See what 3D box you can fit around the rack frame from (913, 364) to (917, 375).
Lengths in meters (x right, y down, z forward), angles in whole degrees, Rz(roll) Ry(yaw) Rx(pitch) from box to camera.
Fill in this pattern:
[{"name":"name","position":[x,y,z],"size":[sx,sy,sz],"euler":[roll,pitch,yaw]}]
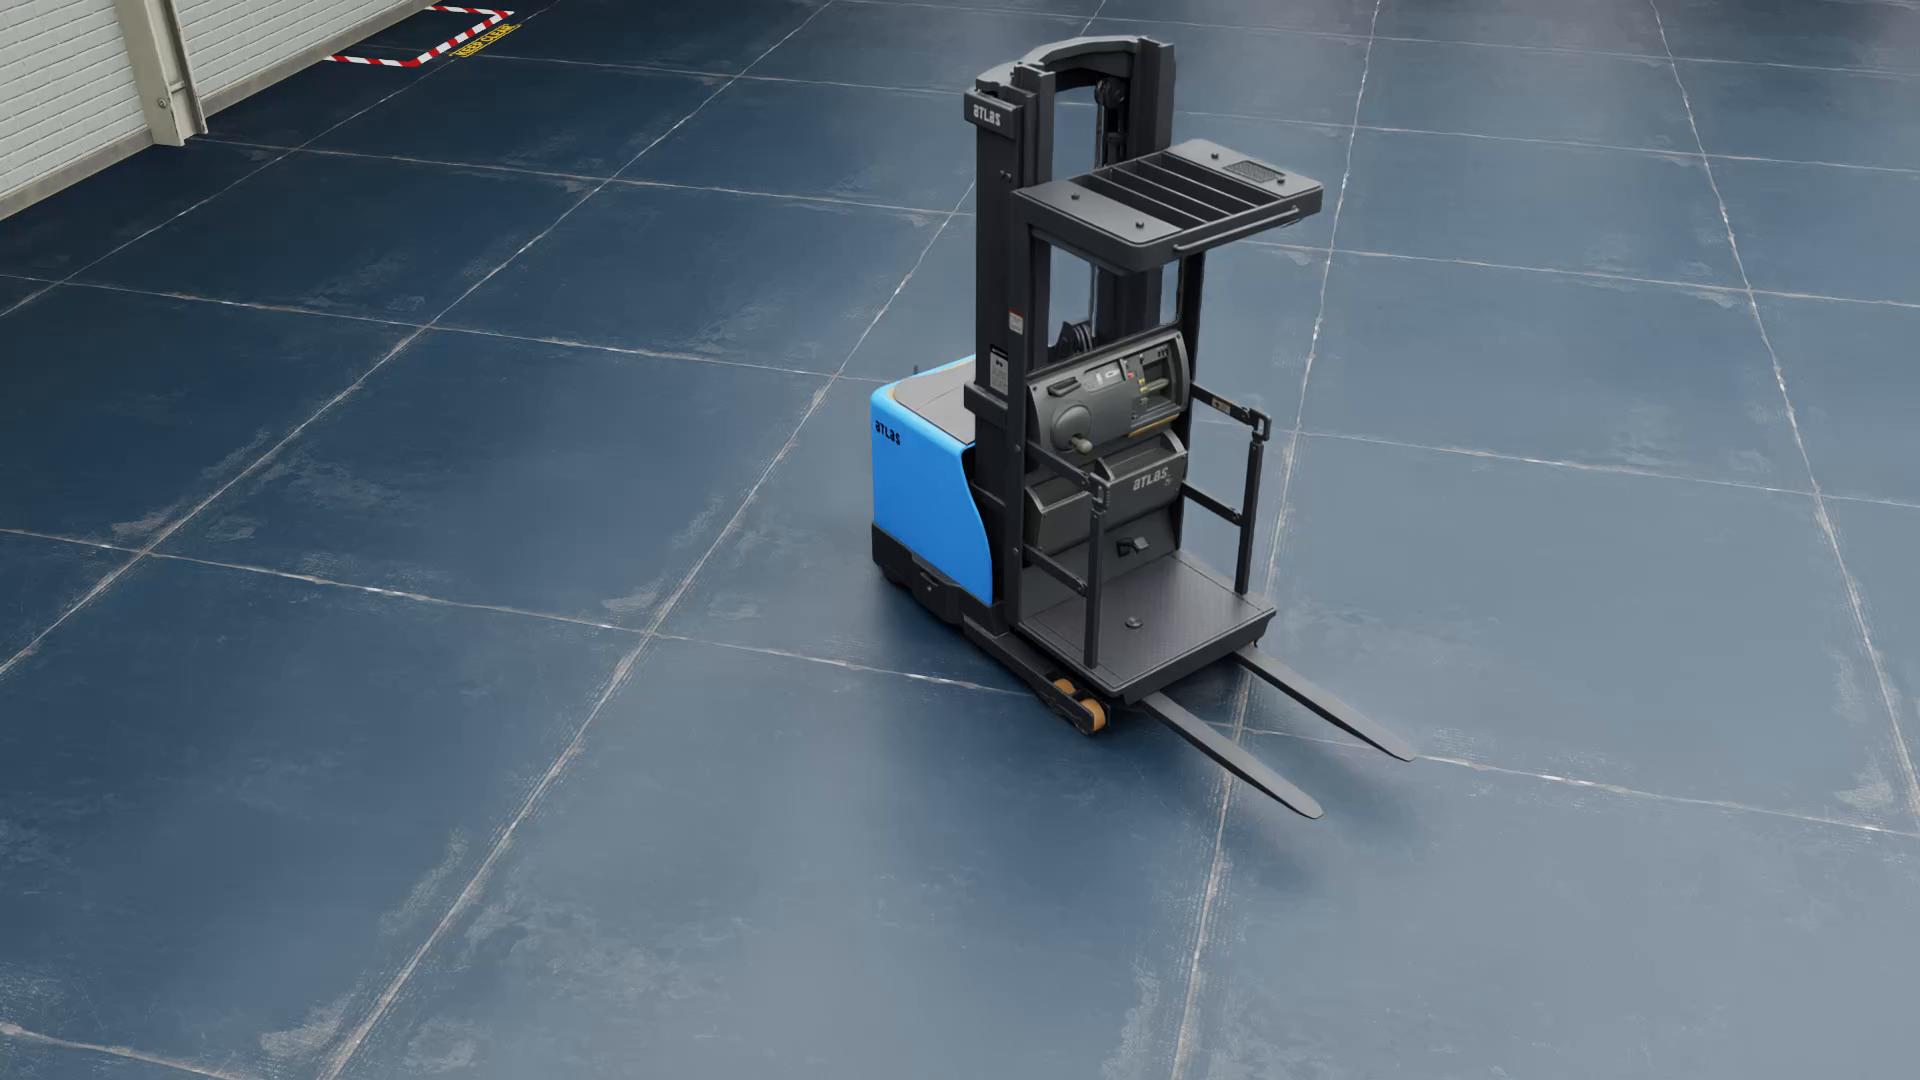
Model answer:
[{"name":"rack frame","position":[-0.139,-0.559,9.291],"size":[0.240,0.900,0.006],"euler":[9,34,14]}]

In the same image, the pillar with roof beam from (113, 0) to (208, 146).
[{"name":"pillar with roof beam","position":[-2.841,-6.825,11.599],"size":[9.100,9.000,0.400],"euler":[8,33,12]}]

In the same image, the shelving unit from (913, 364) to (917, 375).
[{"name":"shelving unit","position":[-0.168,-0.507,9.209],"size":[0.258,0.900,0.210],"euler":[9,34,14]}]

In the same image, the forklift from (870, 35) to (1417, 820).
[{"name":"forklift","position":[0.827,-0.627,7.504],"size":[1.130,2.935,3.031],"euler":[-23,39,-31]}]
